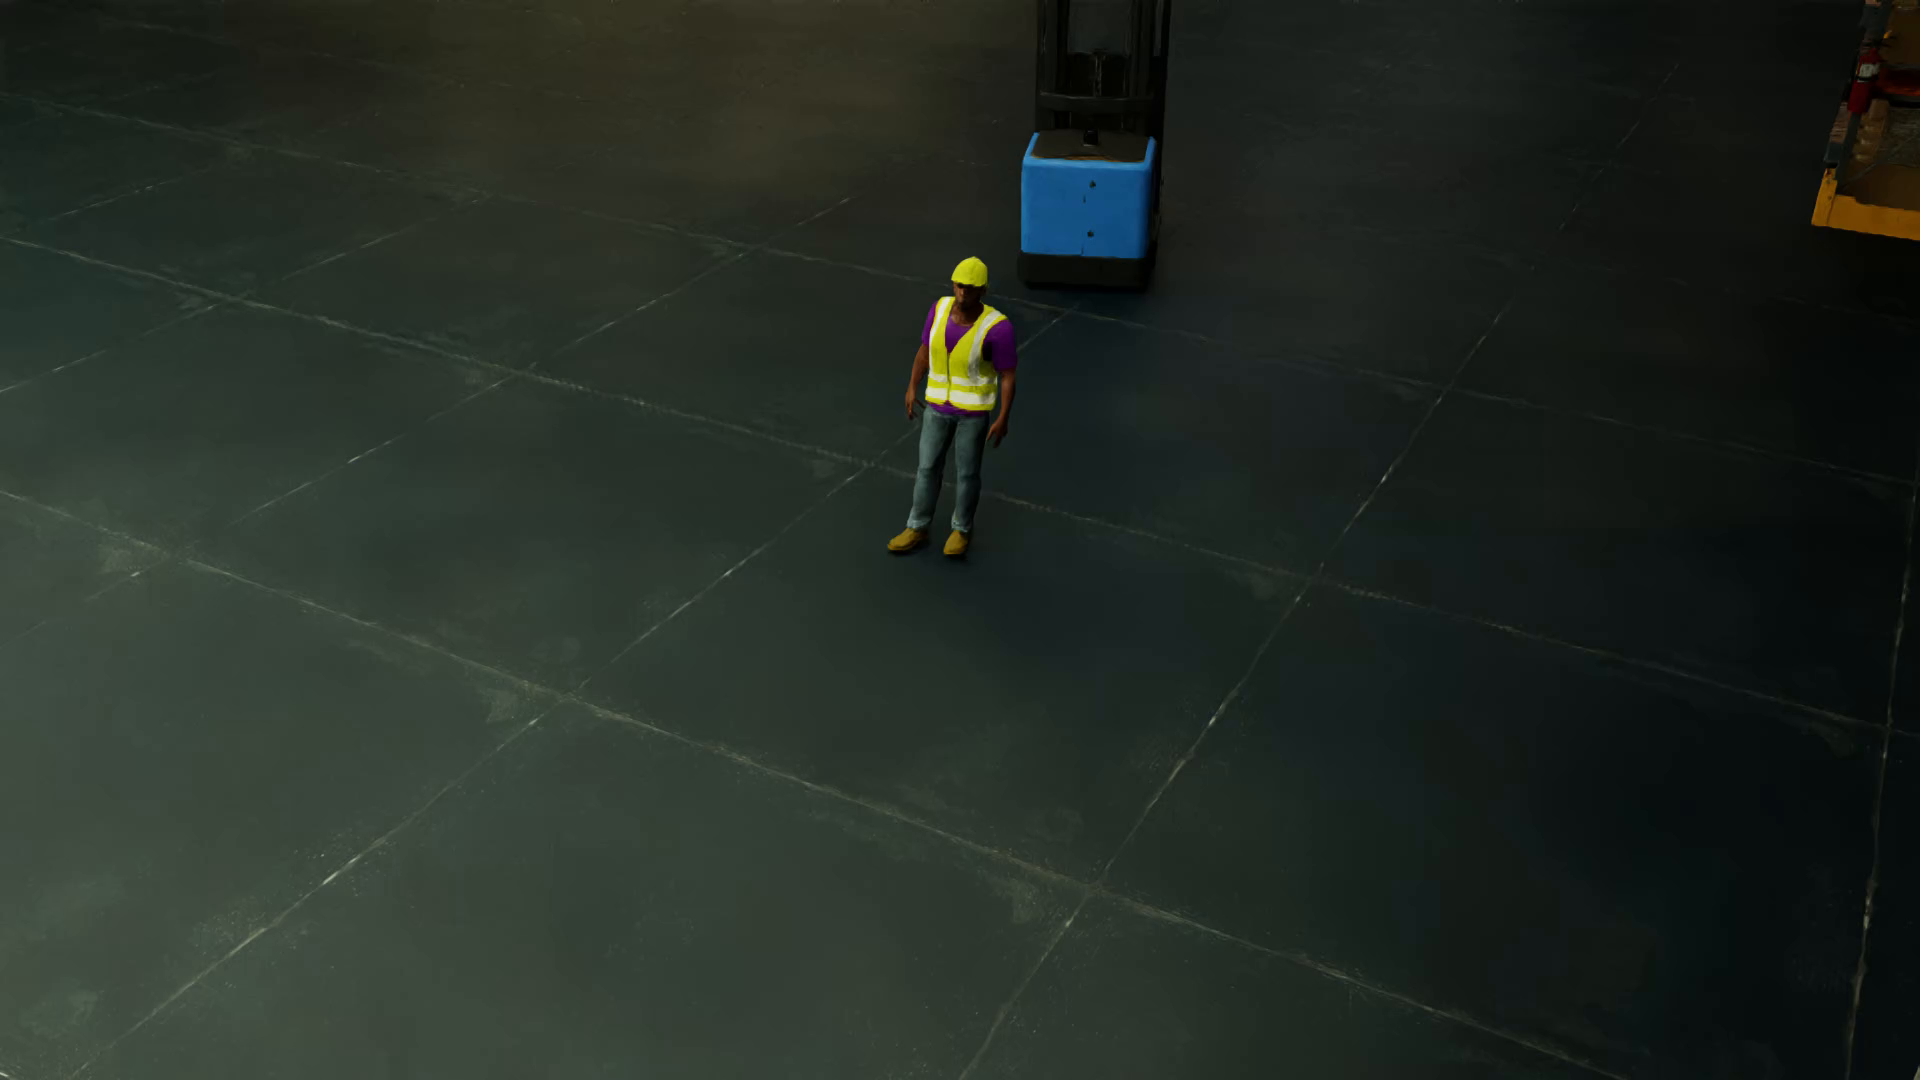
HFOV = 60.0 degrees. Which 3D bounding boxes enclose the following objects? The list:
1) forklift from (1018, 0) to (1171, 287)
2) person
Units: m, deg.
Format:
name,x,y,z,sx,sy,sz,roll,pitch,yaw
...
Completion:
name,x,y,z,sx,sy,sz,roll,pitch,yaw
forklift,1.214,-4.021,14.037,1.130,2.935,3.031,4,30,8
person,-0.039,-0.742,9.507,0.665,1.766,0.576,15,33,25
